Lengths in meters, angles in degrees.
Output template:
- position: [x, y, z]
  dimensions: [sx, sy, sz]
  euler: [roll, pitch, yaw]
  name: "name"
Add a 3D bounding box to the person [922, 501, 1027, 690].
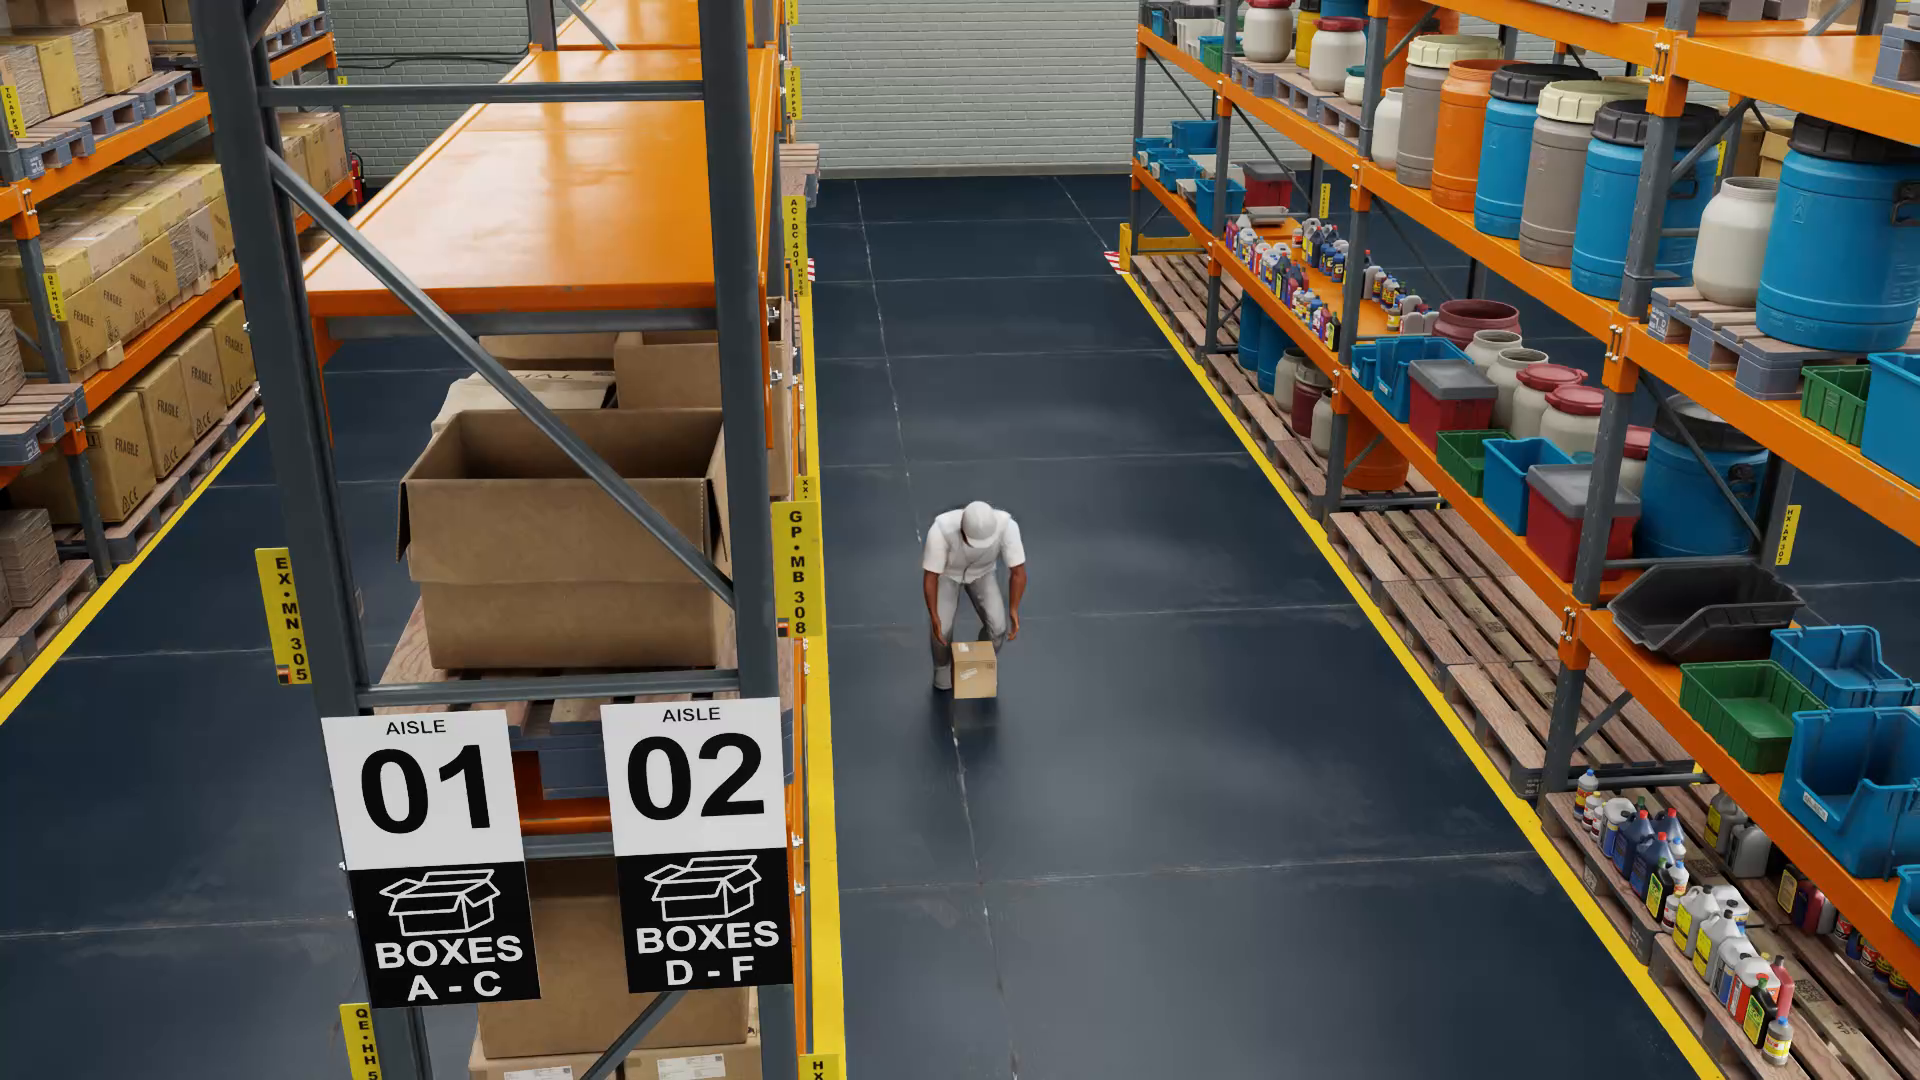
- position: [0.077, 0.288, 10.162]
  dimensions: [0.631, 1.346, 0.790]
  euler: [-2, 24, -5]
  name: "person"
